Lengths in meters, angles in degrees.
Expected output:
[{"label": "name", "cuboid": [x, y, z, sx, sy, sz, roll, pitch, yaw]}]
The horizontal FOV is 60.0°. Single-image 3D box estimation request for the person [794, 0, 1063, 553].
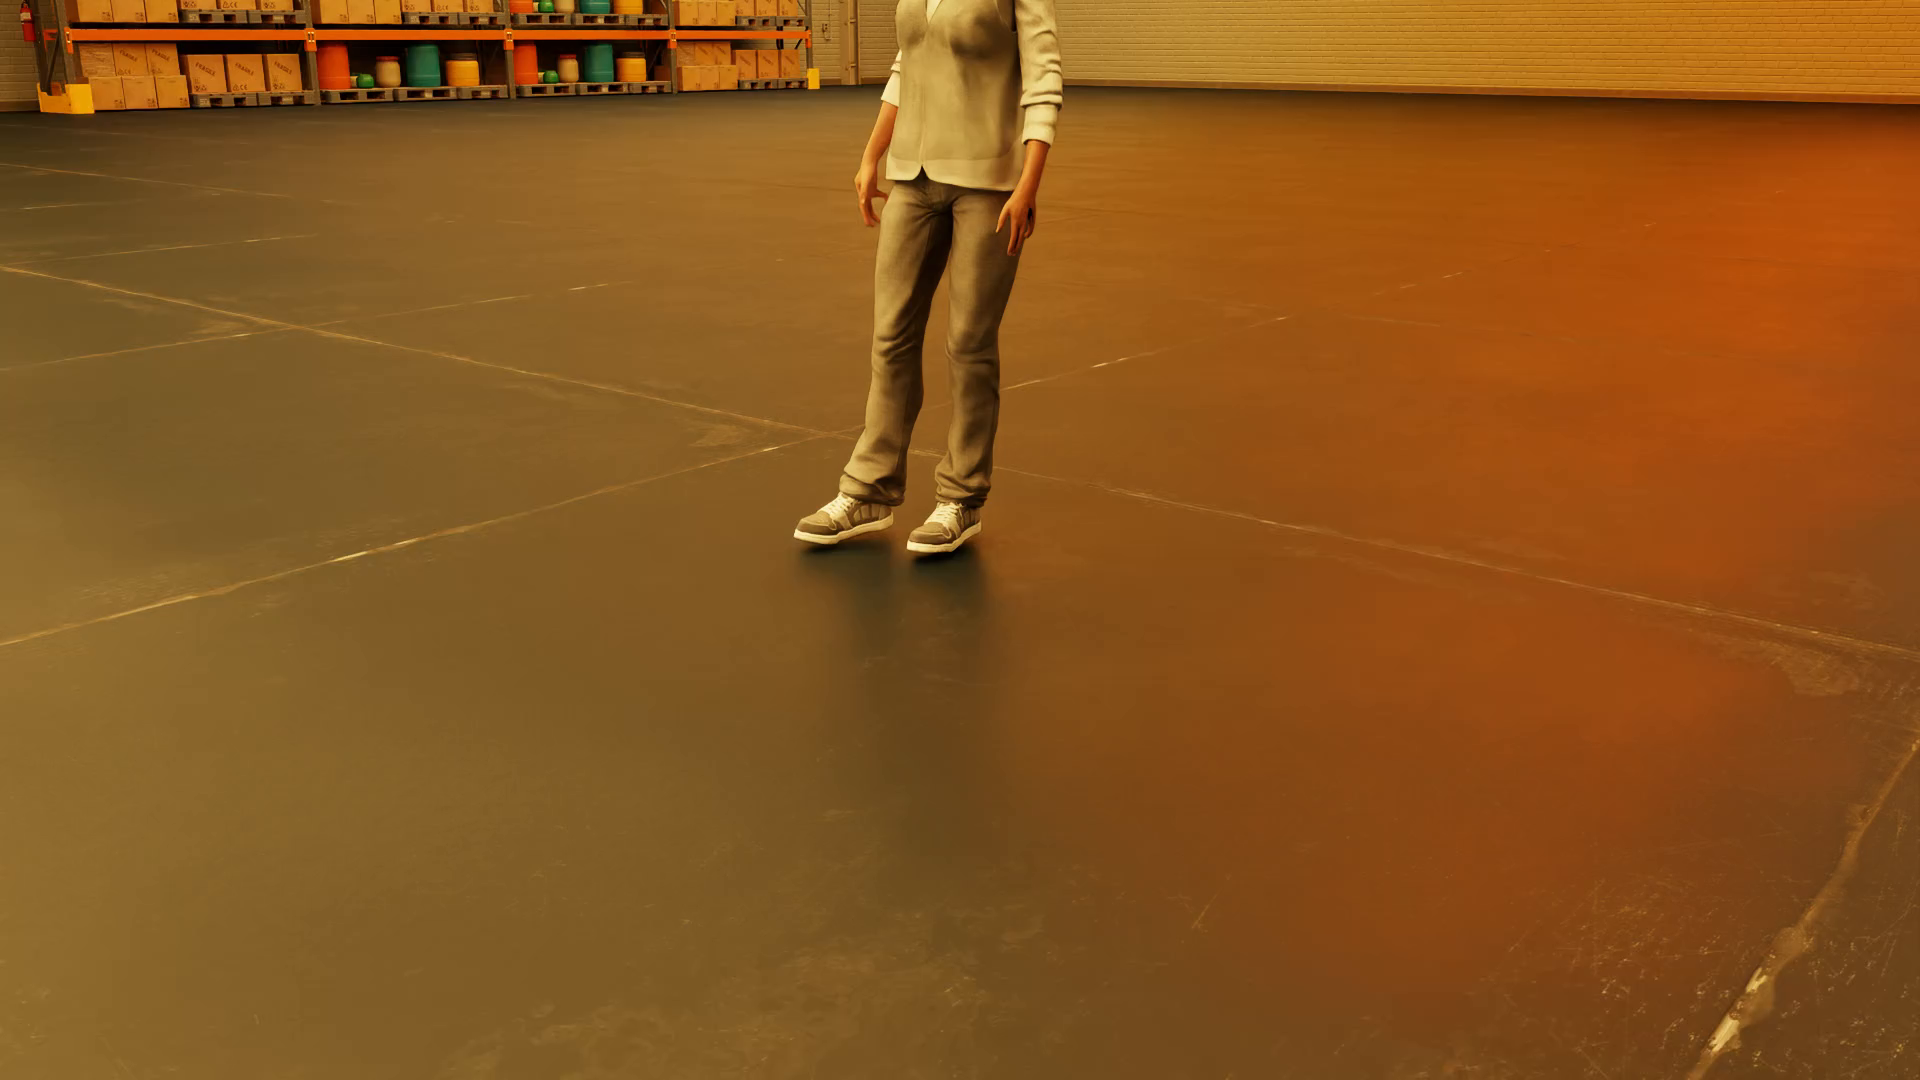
[{"label": "person", "cuboid": [-0.059, -0.756, 3.662, 0.520, 1.595, 0.473, 13, 21, 37]}]
